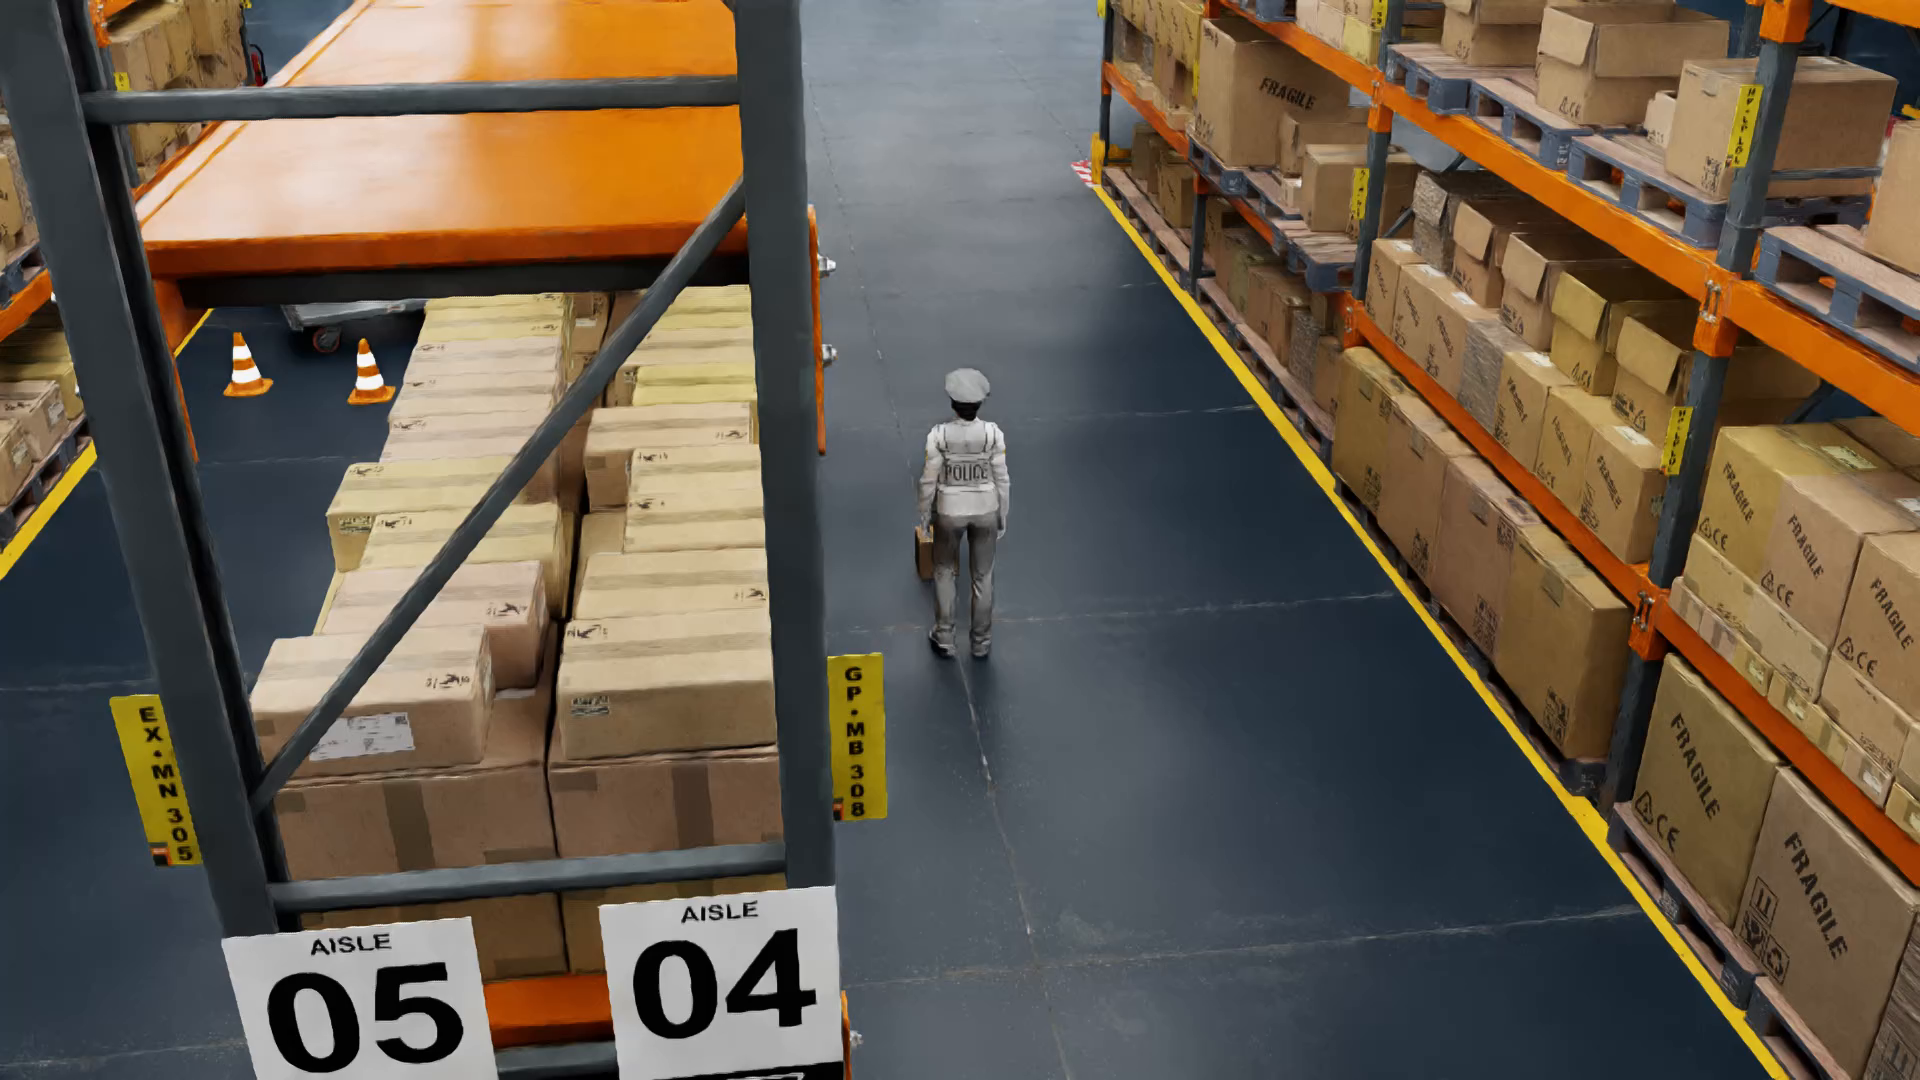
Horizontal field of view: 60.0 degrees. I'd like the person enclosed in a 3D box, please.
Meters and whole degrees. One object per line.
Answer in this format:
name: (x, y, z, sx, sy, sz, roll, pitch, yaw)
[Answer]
person: (0.023, -0.150, 9.325, 0.507, 1.683, 0.363, -2, 27, -4)
